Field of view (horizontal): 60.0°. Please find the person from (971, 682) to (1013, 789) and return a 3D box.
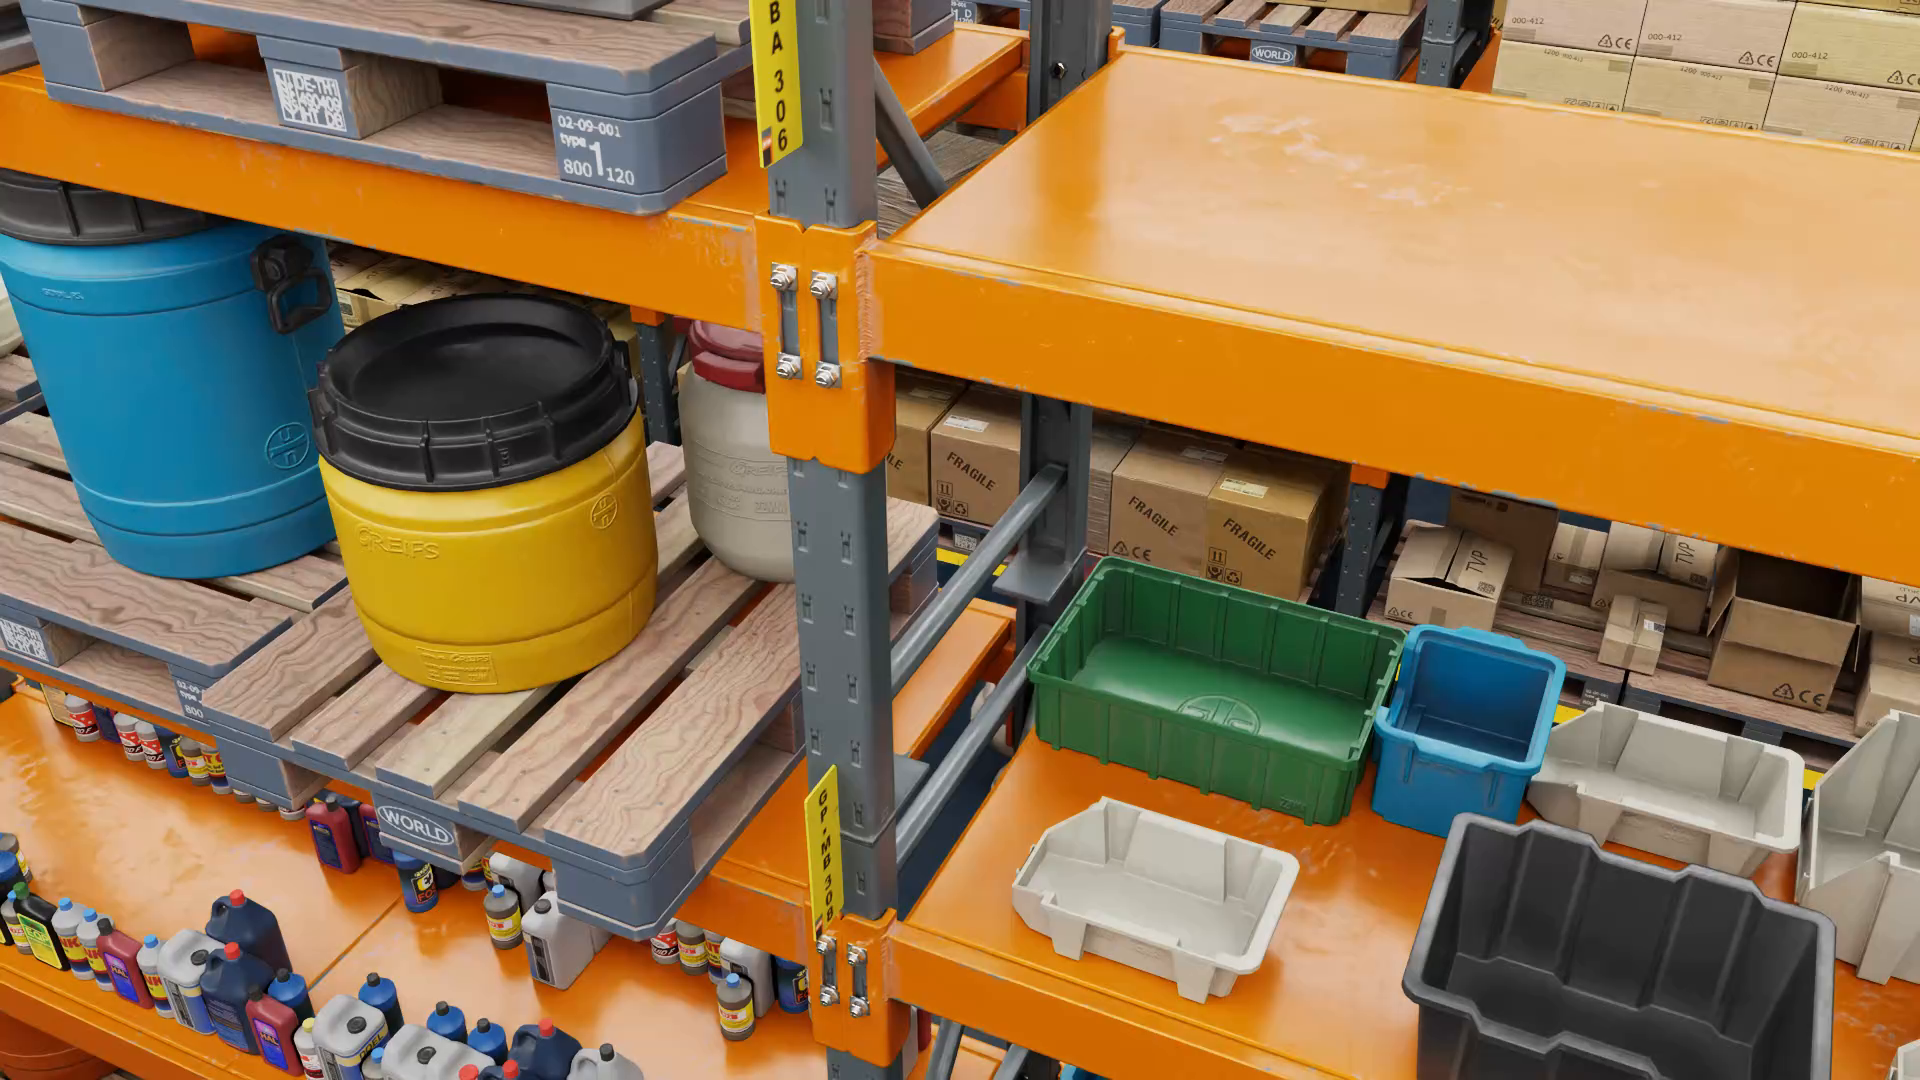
[{"bbox_3d":[0.491,0.770,7.177,0.866,0.856,0.554,14,36,21],"label":"person"}]
